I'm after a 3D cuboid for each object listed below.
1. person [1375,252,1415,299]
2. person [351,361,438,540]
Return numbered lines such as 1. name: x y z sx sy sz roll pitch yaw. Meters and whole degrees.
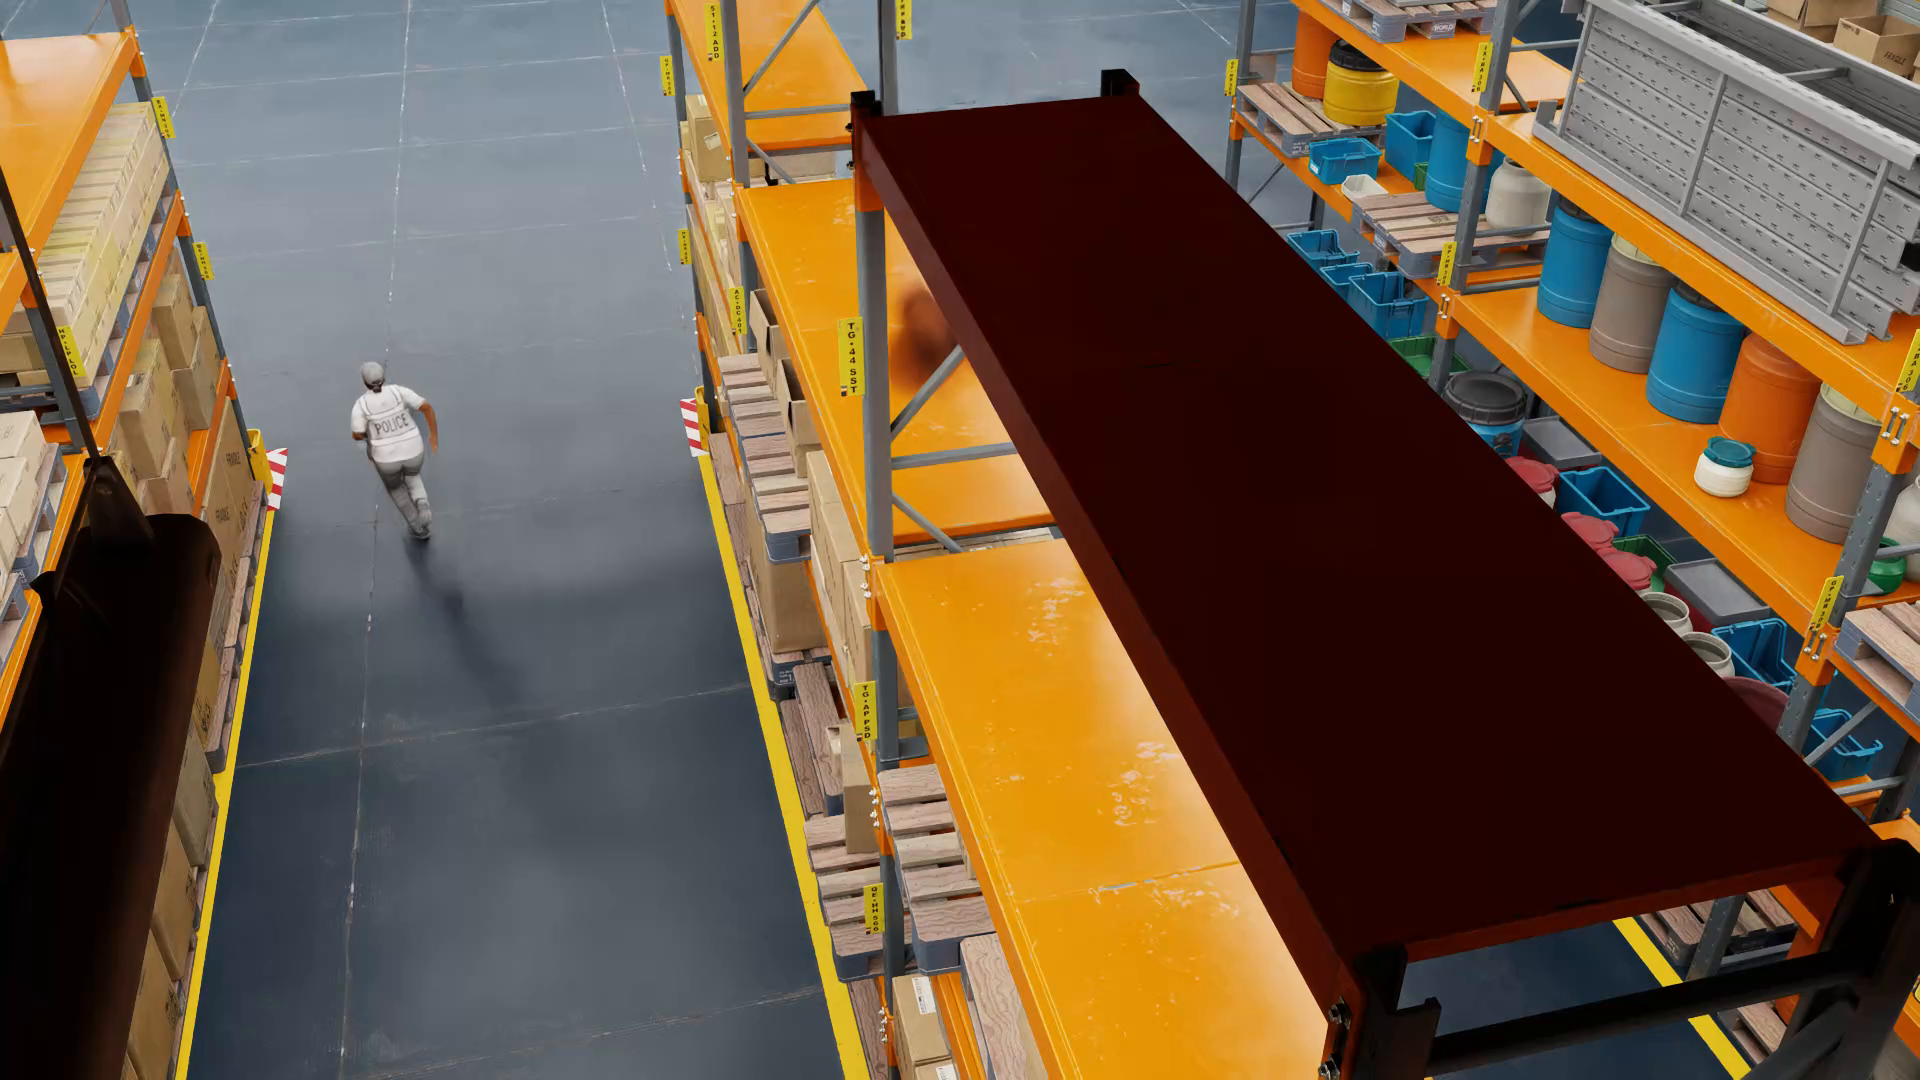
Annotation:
1. person: 4.244 -2.595 16.400 0.662 1.678 0.608 -17 38 -23
2. person: -4.663 -0.745 13.781 0.645 1.619 0.623 -19 39 -26
